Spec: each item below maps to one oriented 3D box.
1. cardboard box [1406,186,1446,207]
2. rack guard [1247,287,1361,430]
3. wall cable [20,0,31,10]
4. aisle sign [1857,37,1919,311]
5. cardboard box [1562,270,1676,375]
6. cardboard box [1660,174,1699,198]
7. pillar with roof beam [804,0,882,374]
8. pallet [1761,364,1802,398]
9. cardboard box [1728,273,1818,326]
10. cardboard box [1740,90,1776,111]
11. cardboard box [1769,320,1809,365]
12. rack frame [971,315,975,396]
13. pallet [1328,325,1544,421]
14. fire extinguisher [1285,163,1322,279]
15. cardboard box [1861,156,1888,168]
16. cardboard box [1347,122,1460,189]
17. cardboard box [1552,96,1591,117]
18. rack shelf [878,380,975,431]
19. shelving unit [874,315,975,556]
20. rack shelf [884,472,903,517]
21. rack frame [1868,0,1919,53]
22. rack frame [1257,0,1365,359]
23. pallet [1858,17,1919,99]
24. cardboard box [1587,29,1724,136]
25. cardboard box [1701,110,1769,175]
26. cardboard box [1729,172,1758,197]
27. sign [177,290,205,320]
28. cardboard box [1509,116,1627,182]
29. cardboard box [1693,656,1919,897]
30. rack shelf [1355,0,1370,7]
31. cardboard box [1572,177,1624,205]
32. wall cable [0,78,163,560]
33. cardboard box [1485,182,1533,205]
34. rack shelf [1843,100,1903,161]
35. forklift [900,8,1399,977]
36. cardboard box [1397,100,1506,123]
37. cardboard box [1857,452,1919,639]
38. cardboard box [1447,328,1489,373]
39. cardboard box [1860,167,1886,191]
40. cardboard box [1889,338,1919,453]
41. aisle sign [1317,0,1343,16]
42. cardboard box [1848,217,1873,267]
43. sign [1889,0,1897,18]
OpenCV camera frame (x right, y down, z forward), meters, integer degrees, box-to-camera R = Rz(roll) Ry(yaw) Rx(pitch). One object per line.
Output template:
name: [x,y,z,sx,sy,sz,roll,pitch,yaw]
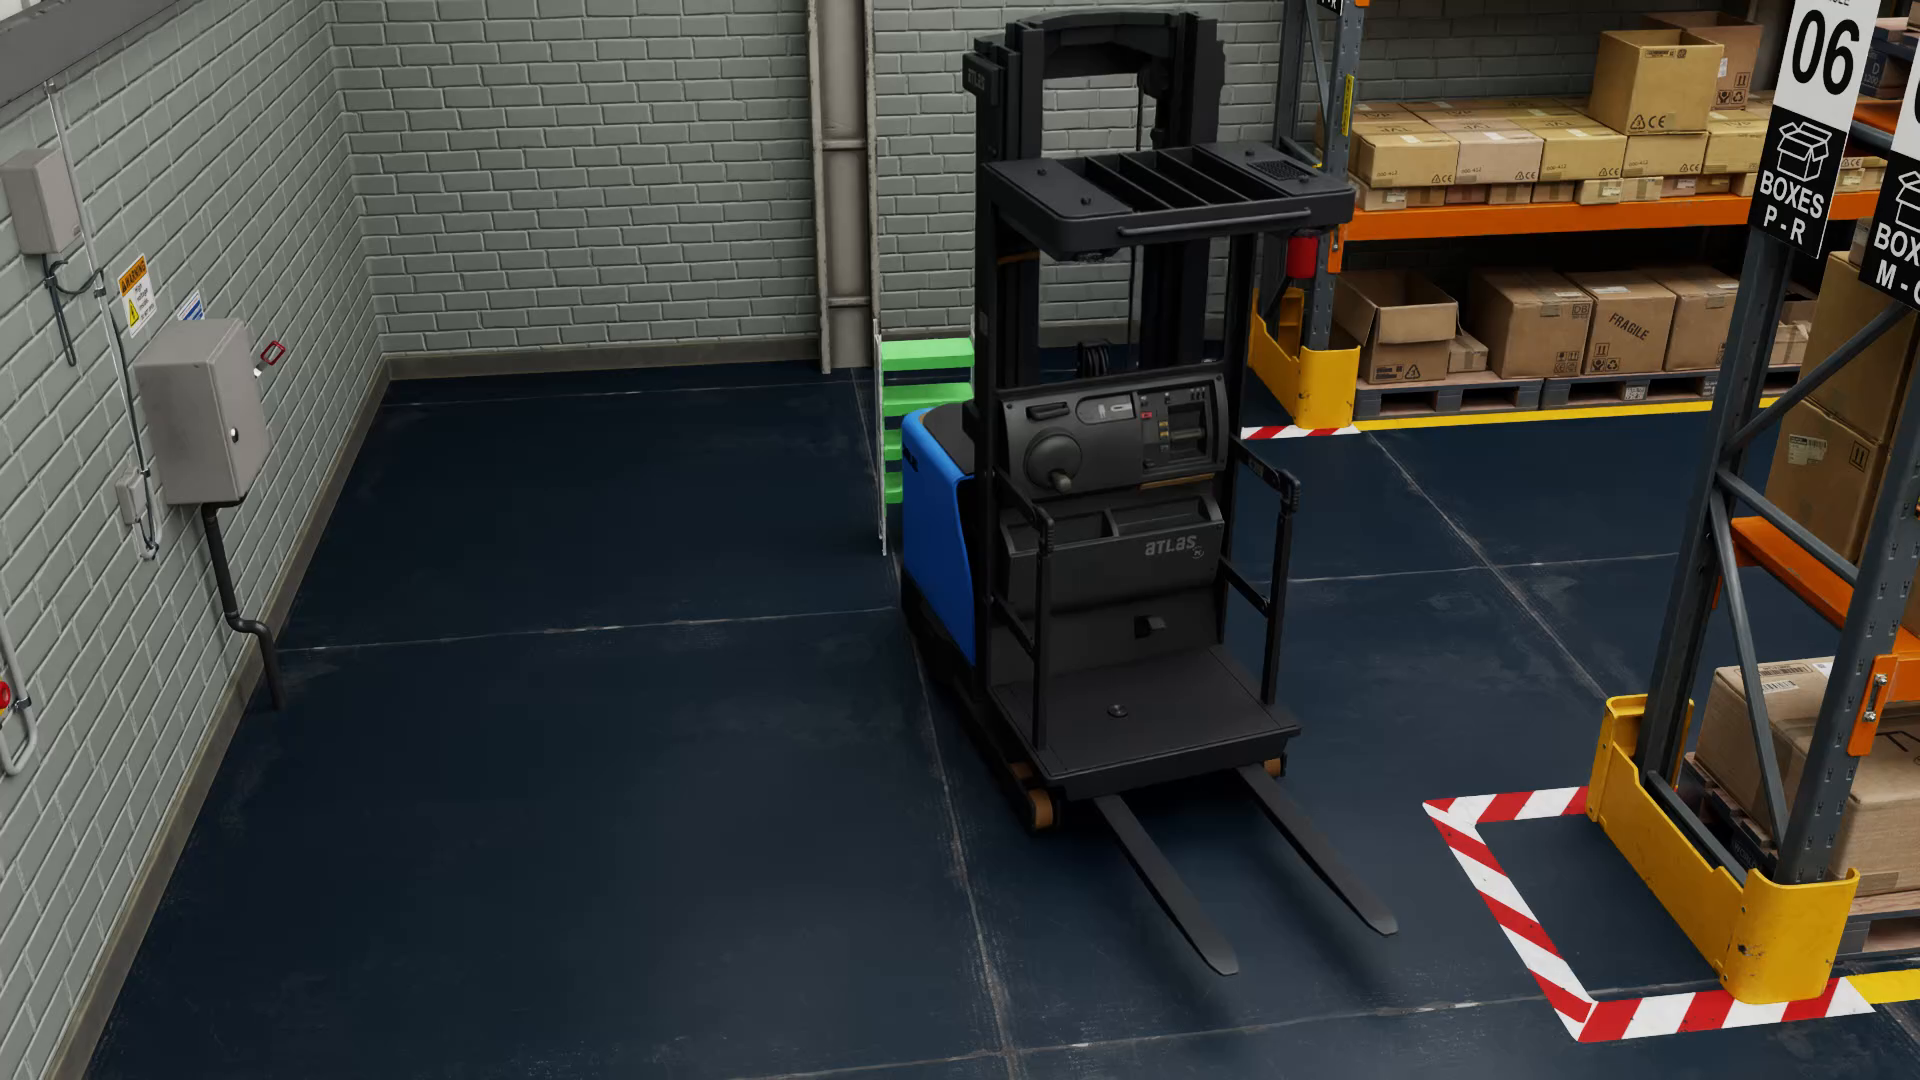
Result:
cardboard box: [2.676,-2.090,9.812,0.250,0.149,0.380,-3,27,-6]
rack guard: [2.142,-1.160,10.464,0.348,0.500,1.175,-4,27,-7]
wall cable: [-2.934,-2.544,3.851,0.029,3.000,2.355,-4,27,-7]
aisle sign: [2.731,-1.045,4.653,0.004,0.787,0.394,-4,27,-7]
cardboard box: [4.075,-1.364,10.400,0.500,0.500,0.500,-3,27,-6]
cardboard box: [4.217,-2.186,9.999,0.250,0.149,0.380,-4,27,-7]
pillar with roof beam: [-0.129,-3.227,5.181,0.400,9.000,9.100,-4,27,-7]
pallet: [5.348,-1.238,10.932,1.213,0.211,1.003,-4,27,-7]
cardboard box: [5.341,-1.577,11.024,0.500,0.311,0.500,-3,27,-5]
cardboard box: [5.004,-2.643,10.454,0.500,0.250,0.500,-4,27,-8]
cardboard box: [5.163,-1.302,10.536,0.258,0.266,0.396,-3,27,-5]
rack frame: [0.078,-0.539,8.486,0.015,1.200,0.240,-4,27,-7]
pallet: [2.931,-1.083,10.630,1.213,0.211,1.003,-4,27,-7]
fire extinguisher: [1.986,-1.849,9.561,0.183,0.674,0.296,-4,27,-7]
cardboard box: [5.557,-2.445,10.068,0.500,0.250,0.500,-3,27,-6]
cardboard box: [2.554,-2.240,9.669,0.500,0.250,0.500,-4,27,-7]
cardboard box: [4.005,-2.577,10.326,0.500,0.250,0.500,-4,27,-7]
rack shelf: [-0.164,-0.680,8.375,0.480,0.148,0.258,-4,27,-7]
shelving unit: [-0.164,-0.523,8.456,0.503,1.200,0.258,-4,27,-7]
rack shelf: [-0.164,-0.253,8.594,0.480,0.148,0.258,-4,27,-7]
rack frame: [2.762,-2.693,4.142,0.127,3.000,1.000,-4,27,-7]
rack frame: [2.067,-2.268,9.884,0.127,3.000,1.000,-4,27,-7]
pallet: [3.495,-1.371,4.948,1.213,0.211,1.003,-4,27,-7]
cardboard box: [4.039,-2.670,9.684,0.500,0.500,0.500,-3,27,-6]
cardboard box: [4.568,-2.381,9.943,0.500,0.250,0.500,-4,27,-7]
cardboard box: [4.726,-2.189,10.005,0.250,0.149,0.380,-4,27,-8]
sign: [-3.241,-0.782,7.092,0.001,0.494,0.329,-4,27,-7]
cardboard box: [3.554,-2.306,9.797,0.500,0.250,0.500,-4,27,-8]
cardboard box: [3.402,0.842,6.170,0.875,0.438,0.875,-5,28,-9]
rack shelf: [4.047,-3.409,9.611,4.000,0.370,1.077,-4,27,-7]
cardboard box: [3.713,-2.112,9.856,0.250,0.149,0.380,-4,27,-9]
wall cable: [-3.028,-0.747,5.808,0.122,1.984,0.588,-4,27,-7]
cardboard box: [3.190,-2.111,9.853,0.250,0.149,0.380,-3,27,-5]
rack shelf: [4.743,-1.166,5.238,4.000,0.370,1.077,-4,27,-7]
forklift: [0.683,-0.375,6.270,1.130,2.935,3.031,-9,29,-17]
cardboard box: [2.996,-2.515,10.204,0.500,0.250,0.500,-4,27,-7]
cardboard box: [3.277,0.031,5.295,0.500,0.500,0.500,-4,27,-8]
cardboard box: [3.112,-1.192,10.449,0.250,0.149,0.380,-5,28,-9]
cardboard box: [5.492,-2.250,10.124,0.250,0.149,0.380,-3,27,-6]
cardboard box: [3.277,-0.415,5.069,0.500,0.500,0.500,-4,27,-8]
aisle sign: [2.040,-3.287,9.023,0.004,0.787,0.394,-4,27,-7]
cardboard box: [3.089,-0.915,5.333,0.250,0.149,0.380,-3,27,-6]
sign: [5.947,-3.288,10.604,0.005,0.325,0.100,-4,27,-7]
